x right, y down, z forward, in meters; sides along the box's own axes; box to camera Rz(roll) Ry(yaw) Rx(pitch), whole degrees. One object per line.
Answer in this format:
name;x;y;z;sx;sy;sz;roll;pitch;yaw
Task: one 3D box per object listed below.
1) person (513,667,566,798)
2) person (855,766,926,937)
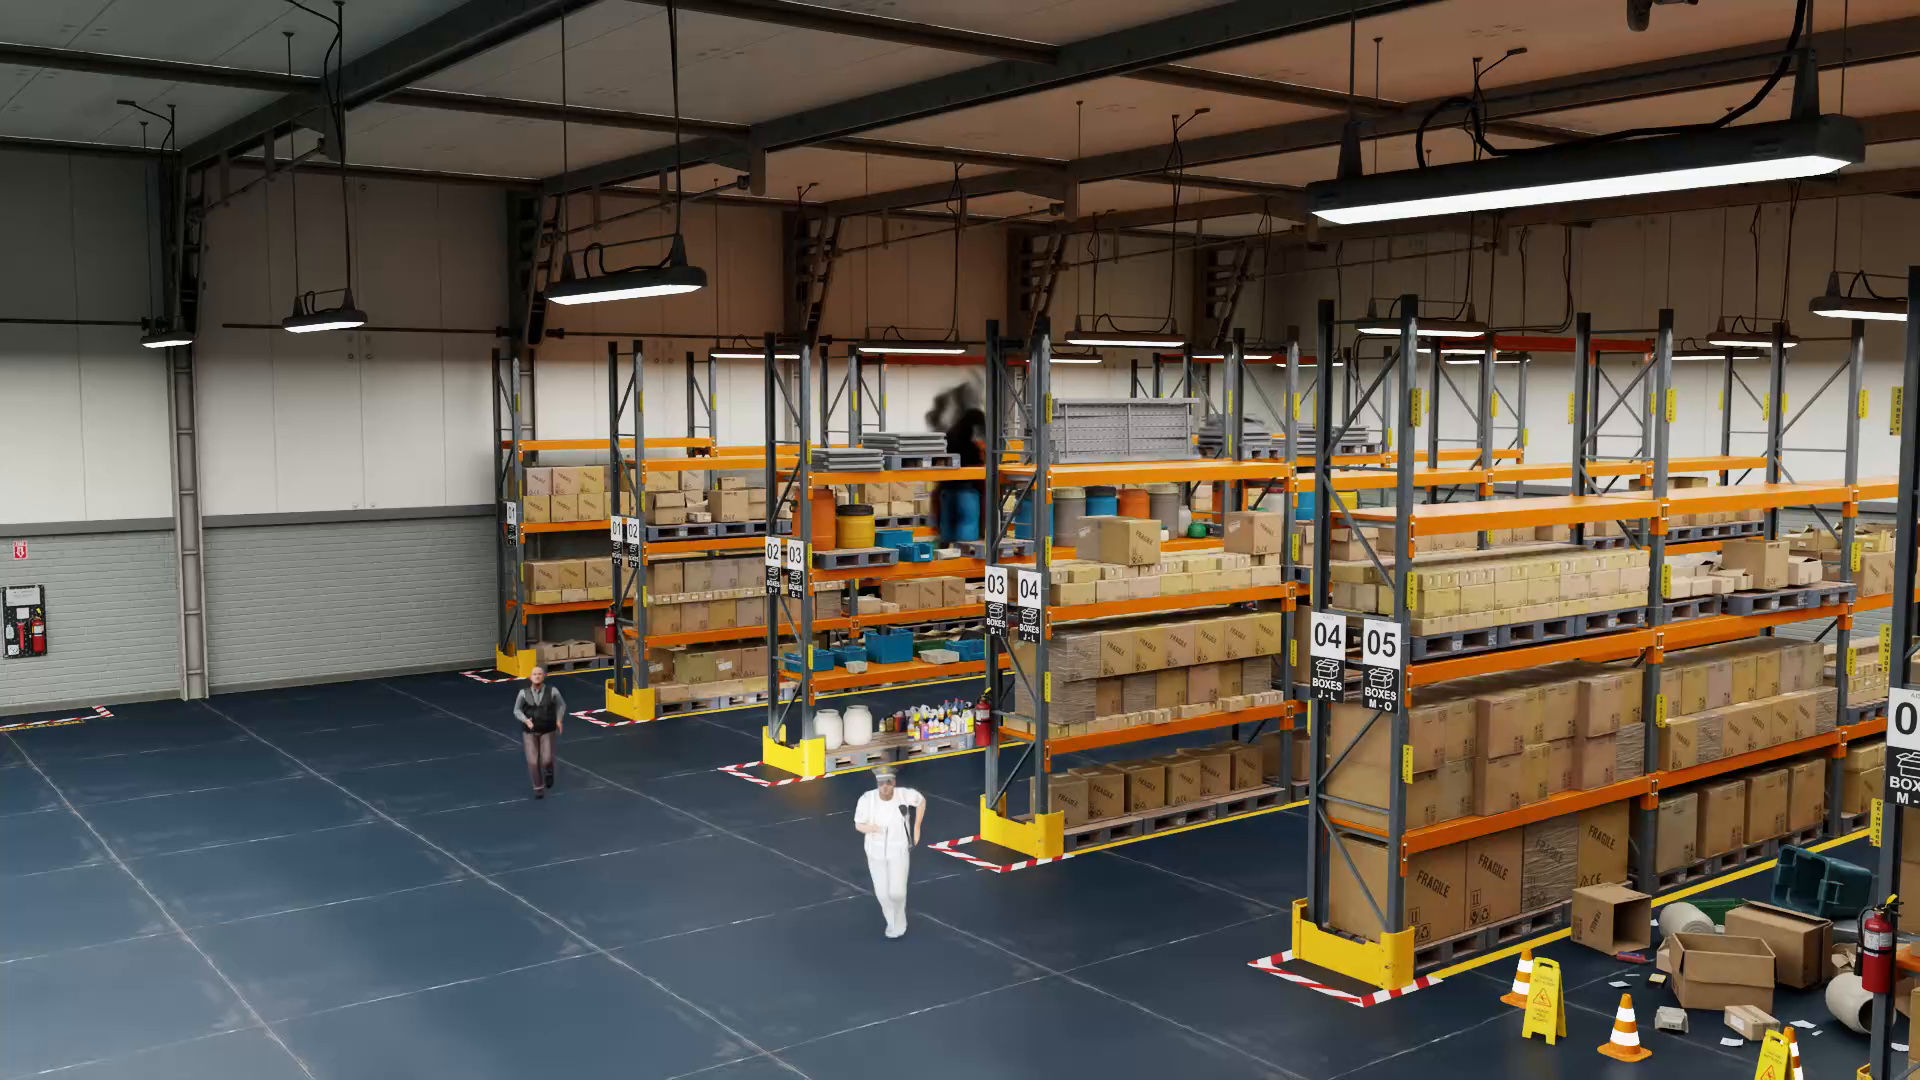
person;-5.369;2.465;21.243;0.655;1.680;0.571;-1;5;-12
person;-0.661;2.926;15.586;0.633;1.716;0.802;0;5;5
